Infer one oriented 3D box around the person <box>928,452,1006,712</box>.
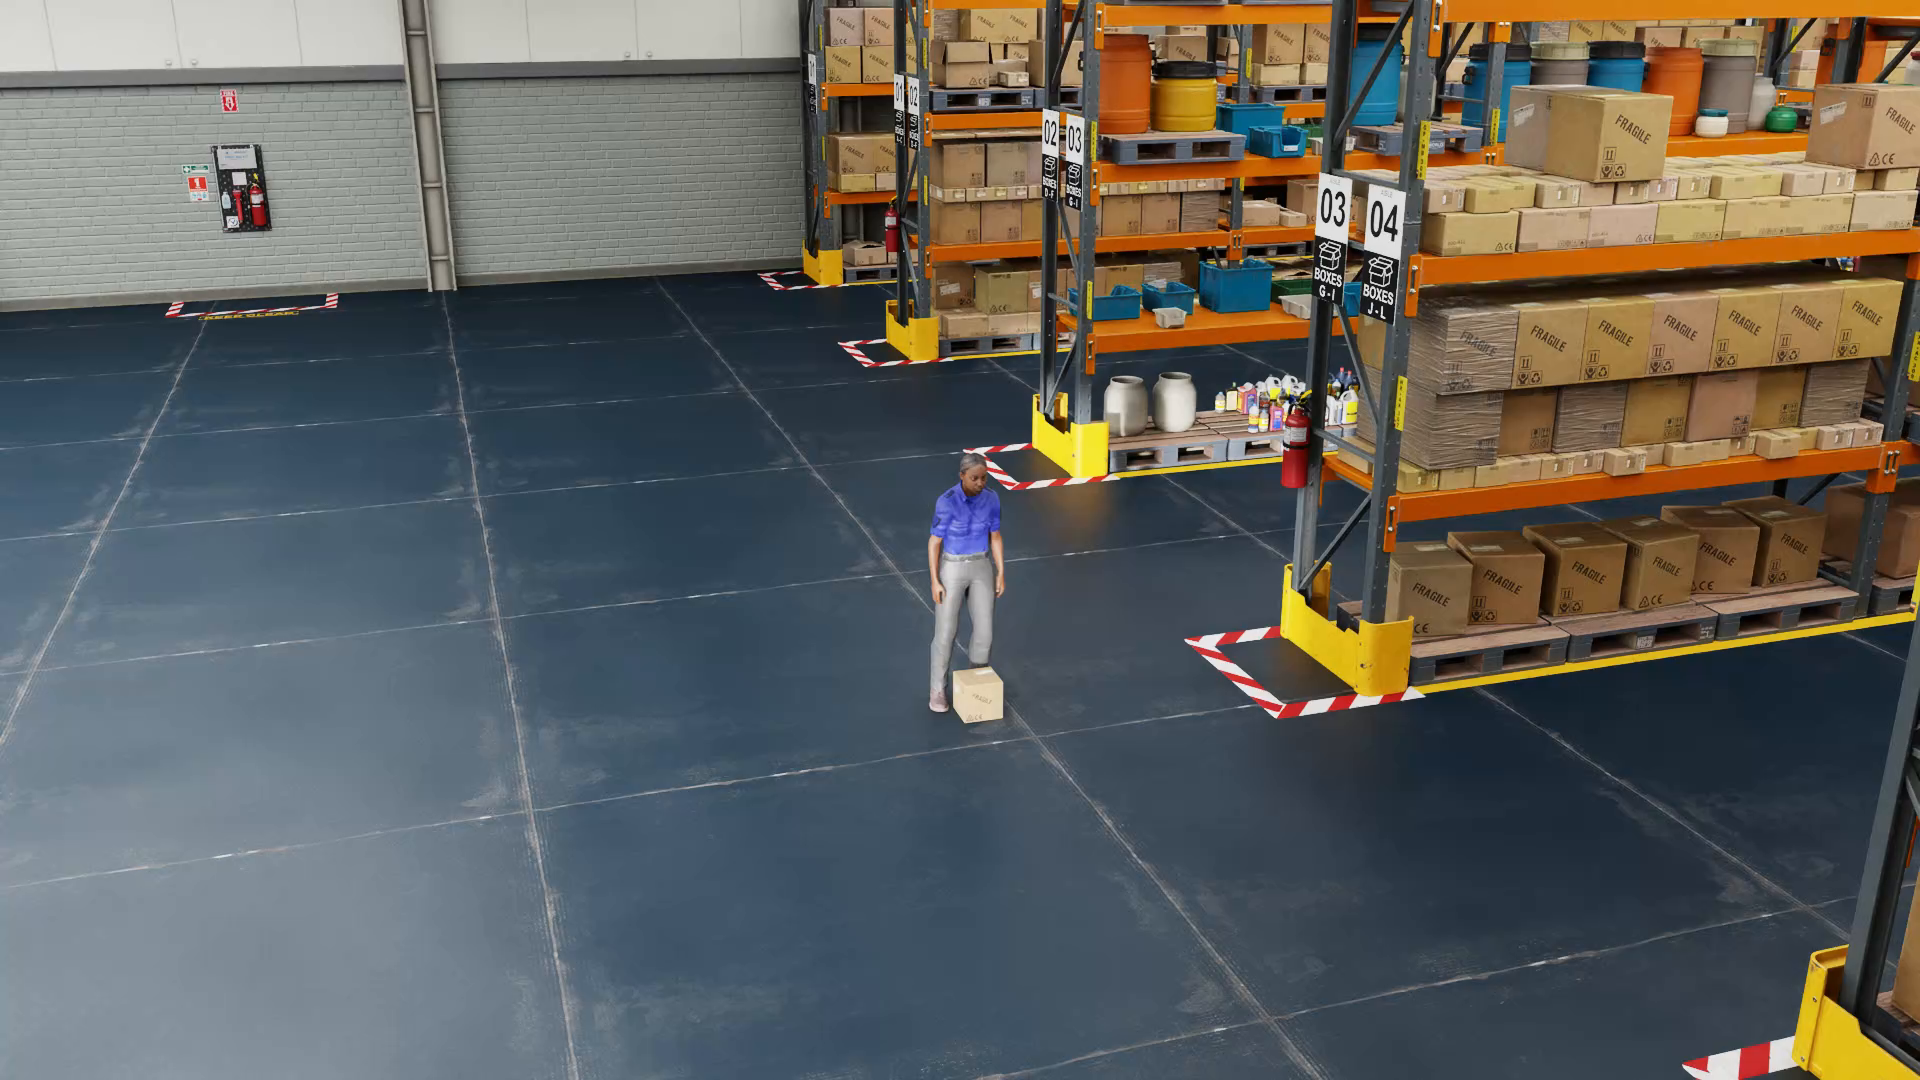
[{"bbox_3d":[0.033,0.237,10.401,0.532,1.655,0.348,-7,21,-20],"label":"person"}]
